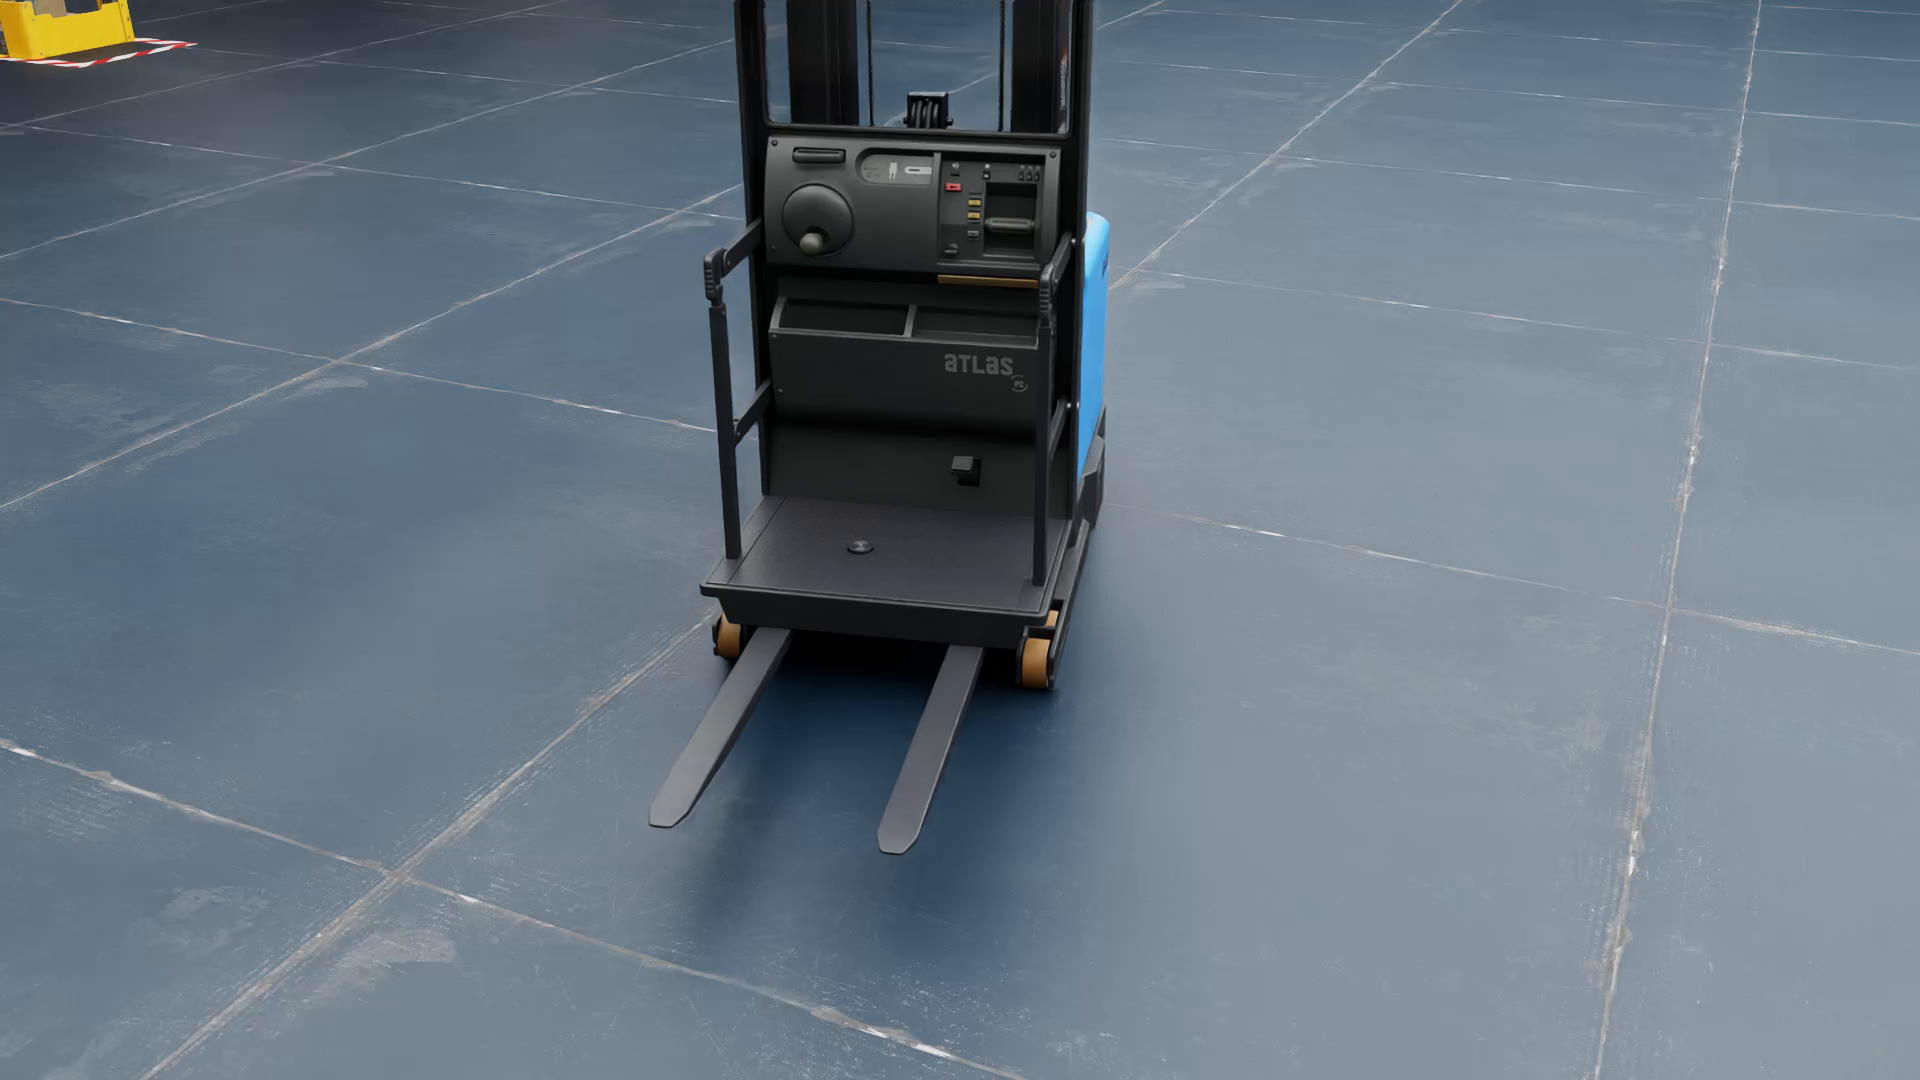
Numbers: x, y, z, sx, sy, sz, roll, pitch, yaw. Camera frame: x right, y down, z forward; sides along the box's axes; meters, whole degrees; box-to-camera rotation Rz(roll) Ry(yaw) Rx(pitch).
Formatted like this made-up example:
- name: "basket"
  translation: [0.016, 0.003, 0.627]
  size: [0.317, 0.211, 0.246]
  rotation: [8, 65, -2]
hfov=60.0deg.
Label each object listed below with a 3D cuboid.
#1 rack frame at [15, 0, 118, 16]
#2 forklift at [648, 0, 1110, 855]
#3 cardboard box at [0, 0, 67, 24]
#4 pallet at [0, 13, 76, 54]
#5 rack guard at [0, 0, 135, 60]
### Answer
- name: "rack frame"
  translation: [-8.263, -5.953, 14.946]
  size: [0.127, 3.000, 1.000]
  rotation: [11, 28, 22]
- name: "forklift"
  translation: [-0.191, -1.015, 4.994]
  size: [1.130, 2.935, 3.031]
  rotation: [5, 27, 10]
- name: "cardboard box"
  translation: [-8.825, -5.141, 15.651]
  size: [0.500, 0.500, 0.500]
  rotation: [17, 31, 31]
- name: "pallet"
  translation: [-9.057, -4.879, 15.921]
  size: [1.213, 0.211, 1.003]
  rotation: [11, 28, 22]
- name: "rack guard"
  translation: [-8.332, -4.846, 15.527]
  size: [0.348, 0.500, 1.175]
  rotation: [11, 28, 22]
